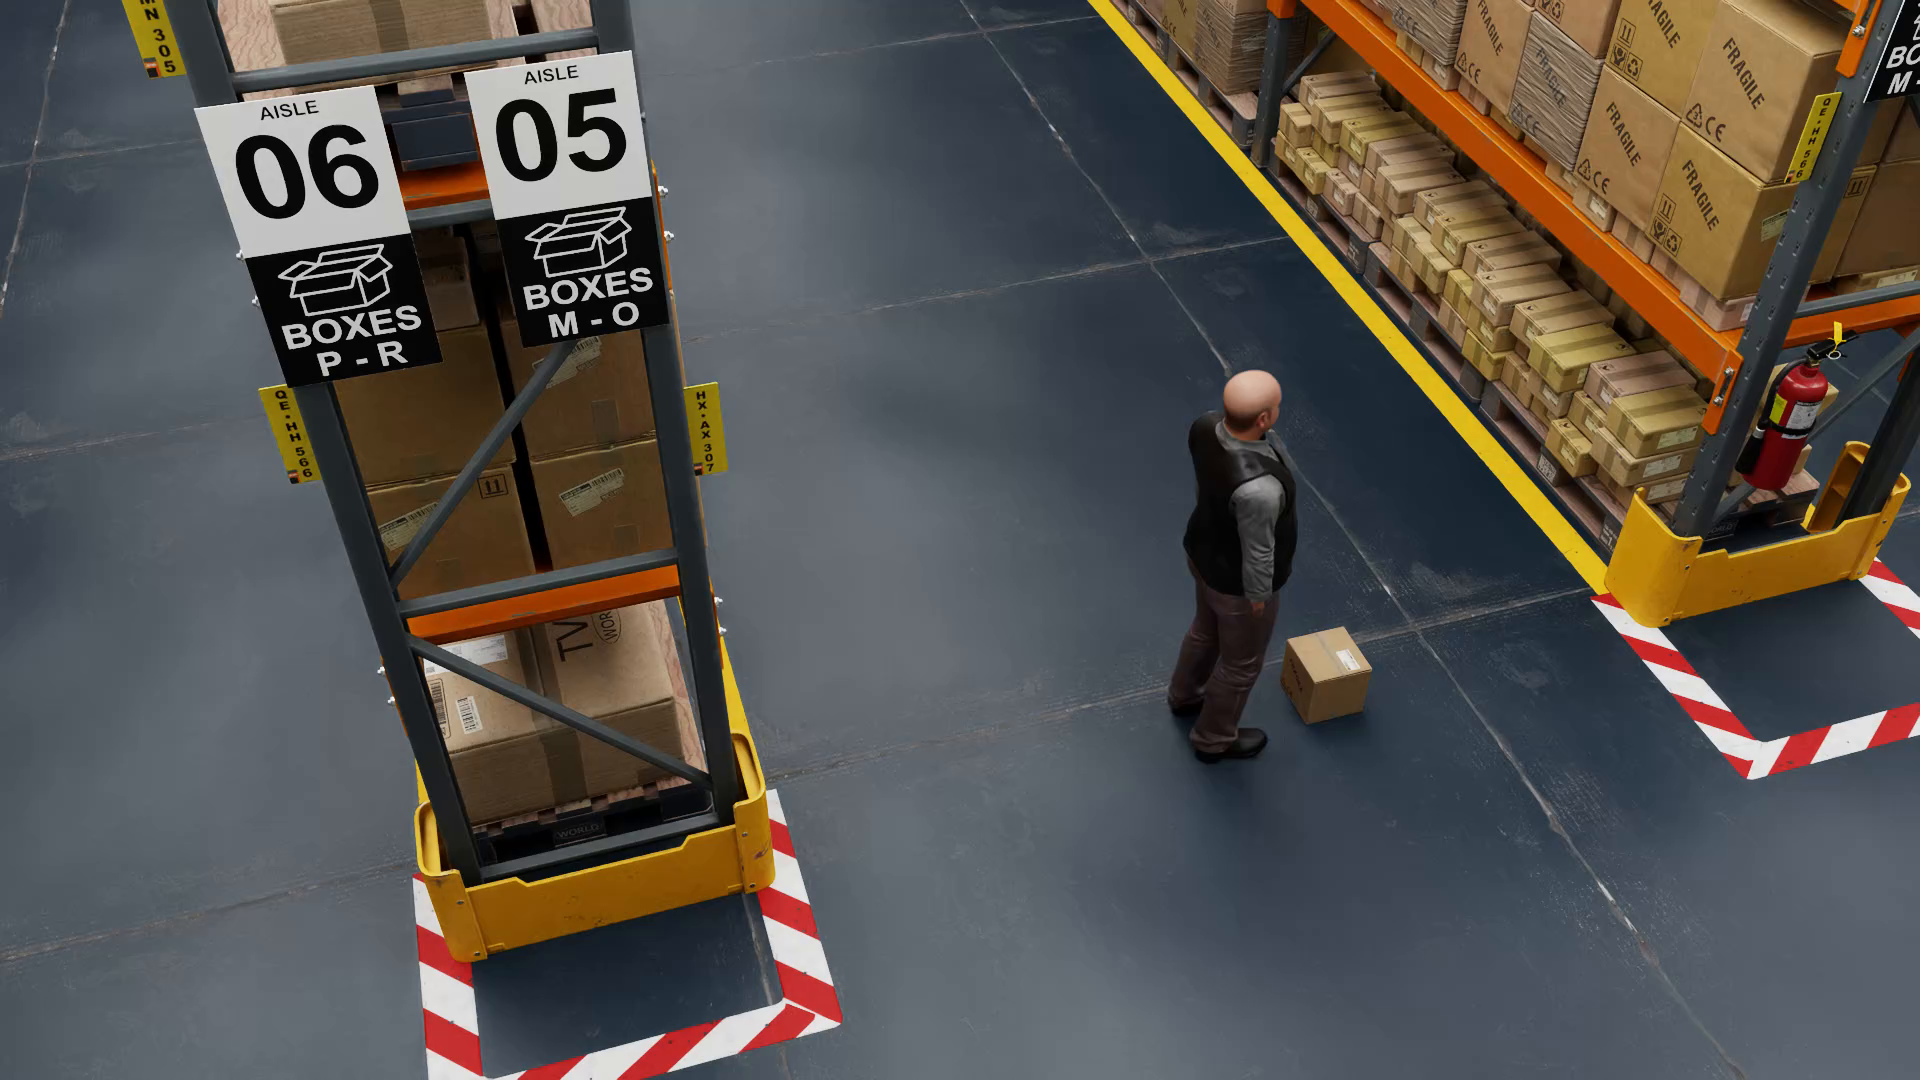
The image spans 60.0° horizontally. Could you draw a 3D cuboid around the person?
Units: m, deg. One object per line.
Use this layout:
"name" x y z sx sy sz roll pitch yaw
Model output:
"person" 1.007 0.087 6.085 0.354 1.718 0.531 -11 43 -12
